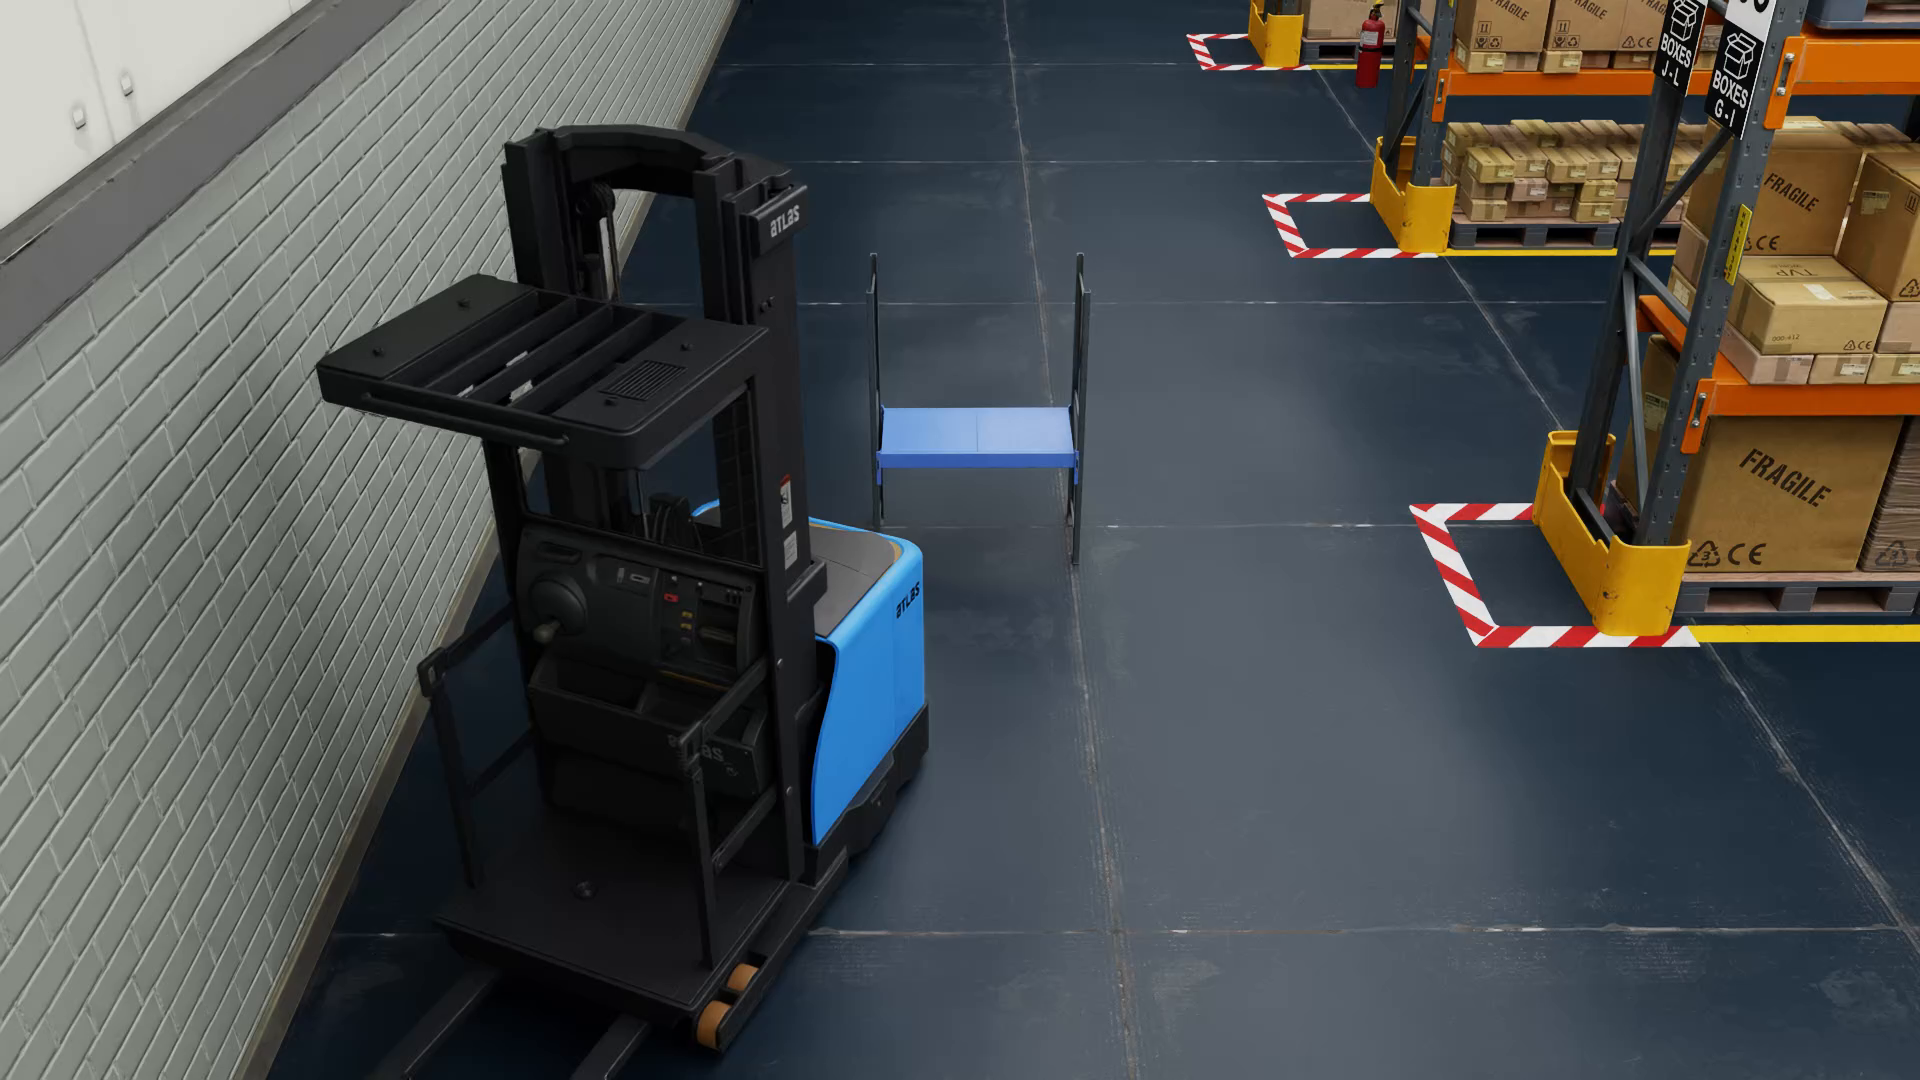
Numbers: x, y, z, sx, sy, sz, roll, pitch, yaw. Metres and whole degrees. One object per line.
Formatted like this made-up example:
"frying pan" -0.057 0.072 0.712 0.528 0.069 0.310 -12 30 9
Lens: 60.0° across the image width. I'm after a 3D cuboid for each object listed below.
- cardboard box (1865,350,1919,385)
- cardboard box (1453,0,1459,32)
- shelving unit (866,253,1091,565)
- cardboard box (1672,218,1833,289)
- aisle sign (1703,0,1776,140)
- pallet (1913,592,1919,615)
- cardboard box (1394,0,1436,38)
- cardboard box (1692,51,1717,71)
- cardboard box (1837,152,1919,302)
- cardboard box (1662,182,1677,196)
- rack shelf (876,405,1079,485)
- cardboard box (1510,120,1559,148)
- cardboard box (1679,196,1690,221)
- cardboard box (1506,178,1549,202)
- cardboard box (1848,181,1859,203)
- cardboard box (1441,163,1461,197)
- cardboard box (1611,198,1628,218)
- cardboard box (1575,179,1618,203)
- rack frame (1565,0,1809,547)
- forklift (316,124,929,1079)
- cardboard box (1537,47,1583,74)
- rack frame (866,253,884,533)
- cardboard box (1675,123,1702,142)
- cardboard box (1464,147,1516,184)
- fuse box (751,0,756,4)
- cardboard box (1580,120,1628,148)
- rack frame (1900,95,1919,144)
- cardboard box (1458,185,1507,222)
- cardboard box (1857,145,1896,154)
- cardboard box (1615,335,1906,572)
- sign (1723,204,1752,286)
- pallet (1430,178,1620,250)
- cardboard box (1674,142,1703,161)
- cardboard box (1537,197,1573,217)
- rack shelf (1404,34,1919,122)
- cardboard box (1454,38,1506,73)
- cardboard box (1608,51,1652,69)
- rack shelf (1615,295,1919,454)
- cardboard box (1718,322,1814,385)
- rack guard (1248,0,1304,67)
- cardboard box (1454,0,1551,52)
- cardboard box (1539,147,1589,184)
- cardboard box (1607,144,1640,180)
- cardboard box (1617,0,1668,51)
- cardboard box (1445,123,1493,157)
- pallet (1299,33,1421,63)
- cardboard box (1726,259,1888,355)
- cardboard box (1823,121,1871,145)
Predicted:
"cardboard box" 4.140 -0.849 7.500 0.250 0.149 0.380 -1 31 -1
"cardboard box" 3.789 -4.002 12.071 0.500 0.500 0.500 0 31 1
"shelving unit" 0.085 -0.641 8.361 1.048 1.500 0.538 0 31 0
"cardboard box" 3.753 -1.326 7.902 0.500 0.250 0.500 -1 31 -1
"aisle sign" 3.200 -2.079 6.779 0.004 0.787 0.394 0 31 0
"pallet" 5.286 0.023 8.509 1.213 0.211 1.003 0 31 0
"cardboard box" 4.785 -5.409 16.839 0.875 0.438 0.875 1 31 1
"cardboard box" 5.227 -3.452 11.790 0.250 0.149 0.380 1 31 2
"cardboard box" 4.252 -1.370 7.252 0.500 0.500 0.500 -1 31 -1
"cardboard box" 5.178 -2.688 12.346 0.250 0.149 0.380 1 31 2
"rack shelf" 0.085 -0.488 8.455 1.000 0.185 0.538 0 31 0
"cardboard box" 4.379 -3.083 12.709 0.250 0.149 0.380 -1 31 -1
"cardboard box" 5.414 -2.505 12.330 0.250 0.149 0.380 0 31 0
"cardboard box" 4.141 -2.625 12.241 0.250 0.149 0.380 0 31 -1
"cardboard box" 6.490 -2.614 12.224 0.250 0.149 0.380 -1 31 -2
"cardboard box" 3.866 -2.767 12.763 0.250 0.149 0.380 0 31 1
"cardboard box" 4.887 -2.535 12.380 0.250 0.149 0.380 0 31 0
"cardboard box" 4.642 -2.616 12.227 0.250 0.149 0.380 1 31 1
"rack frame" 3.270 -1.124 7.710 0.127 3.000 1.000 0 31 0
"forklift" -1.190 0.272 5.476 1.130 2.935 3.031 13 34 20
"cardboard box" 4.191 -3.416 11.730 0.250 0.149 0.380 -1 31 -2
"rack frame" -0.423 -0.640 8.359 0.032 1.500 0.500 0 31 0
"cardboard box" 5.433 -3.039 12.637 0.250 0.149 0.380 0 31 0
"cardboard box" 3.867 -2.737 12.140 0.250 0.149 0.380 -2 31 -3
"fuse box" -2.295 -6.774 18.265 0.414 1.711 0.539 0 31 0
"cardboard box" 4.907 -3.080 12.705 0.250 0.149 0.380 1 31 2
"rack frame" 7.341 -3.709 11.972 0.127 3.000 1.000 0 31 0
"cardboard box" 3.867 -2.493 12.311 0.250 0.149 0.380 0 31 1
"cardboard box" 6.732 -2.767 12.189 0.250 0.149 0.380 0 31 0
"cardboard box" 3.910 -0.438 8.224 0.875 0.875 0.875 0 31 0
"sign" 3.267 -1.240 6.991 0.005 0.325 0.100 0 31 0
"pallet" 4.230 -2.489 12.649 1.213 0.211 1.003 0 31 0
"cardboard box" 5.434 -2.802 12.247 0.250 0.149 0.380 0 31 0
"cardboard box" 4.377 -2.541 12.390 0.250 0.149 0.380 0 31 0
"rack shelf" 5.341 -3.396 12.148 4.000 0.370 1.077 0 31 0
"cardboard box" 3.667 -3.420 11.738 0.250 0.149 0.380 0 31 -1
"cardboard box" 4.721 -3.476 11.829 0.250 0.149 0.380 0 31 -1
"rack shelf" 5.270 -0.822 7.907 4.000 0.370 1.077 0 31 0
"cardboard box" 3.627 -0.846 7.495 0.250 0.149 0.380 0 31 0
"rack guard" 3.186 -5.195 16.831 0.348 0.500 1.175 0 31 0
"cardboard box" 3.792 -3.725 11.614 0.500 0.500 0.500 1 31 2
"cardboard box" 4.395 -2.735 12.136 0.250 0.149 0.380 0 31 0
"cardboard box" 4.920 -2.775 12.201 0.250 0.149 0.380 1 31 2
"cardboard box" 4.817 -3.735 11.631 0.500 0.500 0.500 0 31 0
"cardboard box" 3.869 -3.045 12.647 0.250 0.149 0.380 0 31 0
"pallet" 4.009 -5.115 16.977 1.213 0.211 1.003 0 31 0
"cardboard box" 3.752 -1.048 7.444 0.500 0.250 0.500 -1 31 -2
"cardboard box" 6.720 -3.061 12.673 0.250 0.149 0.380 1 31 2
